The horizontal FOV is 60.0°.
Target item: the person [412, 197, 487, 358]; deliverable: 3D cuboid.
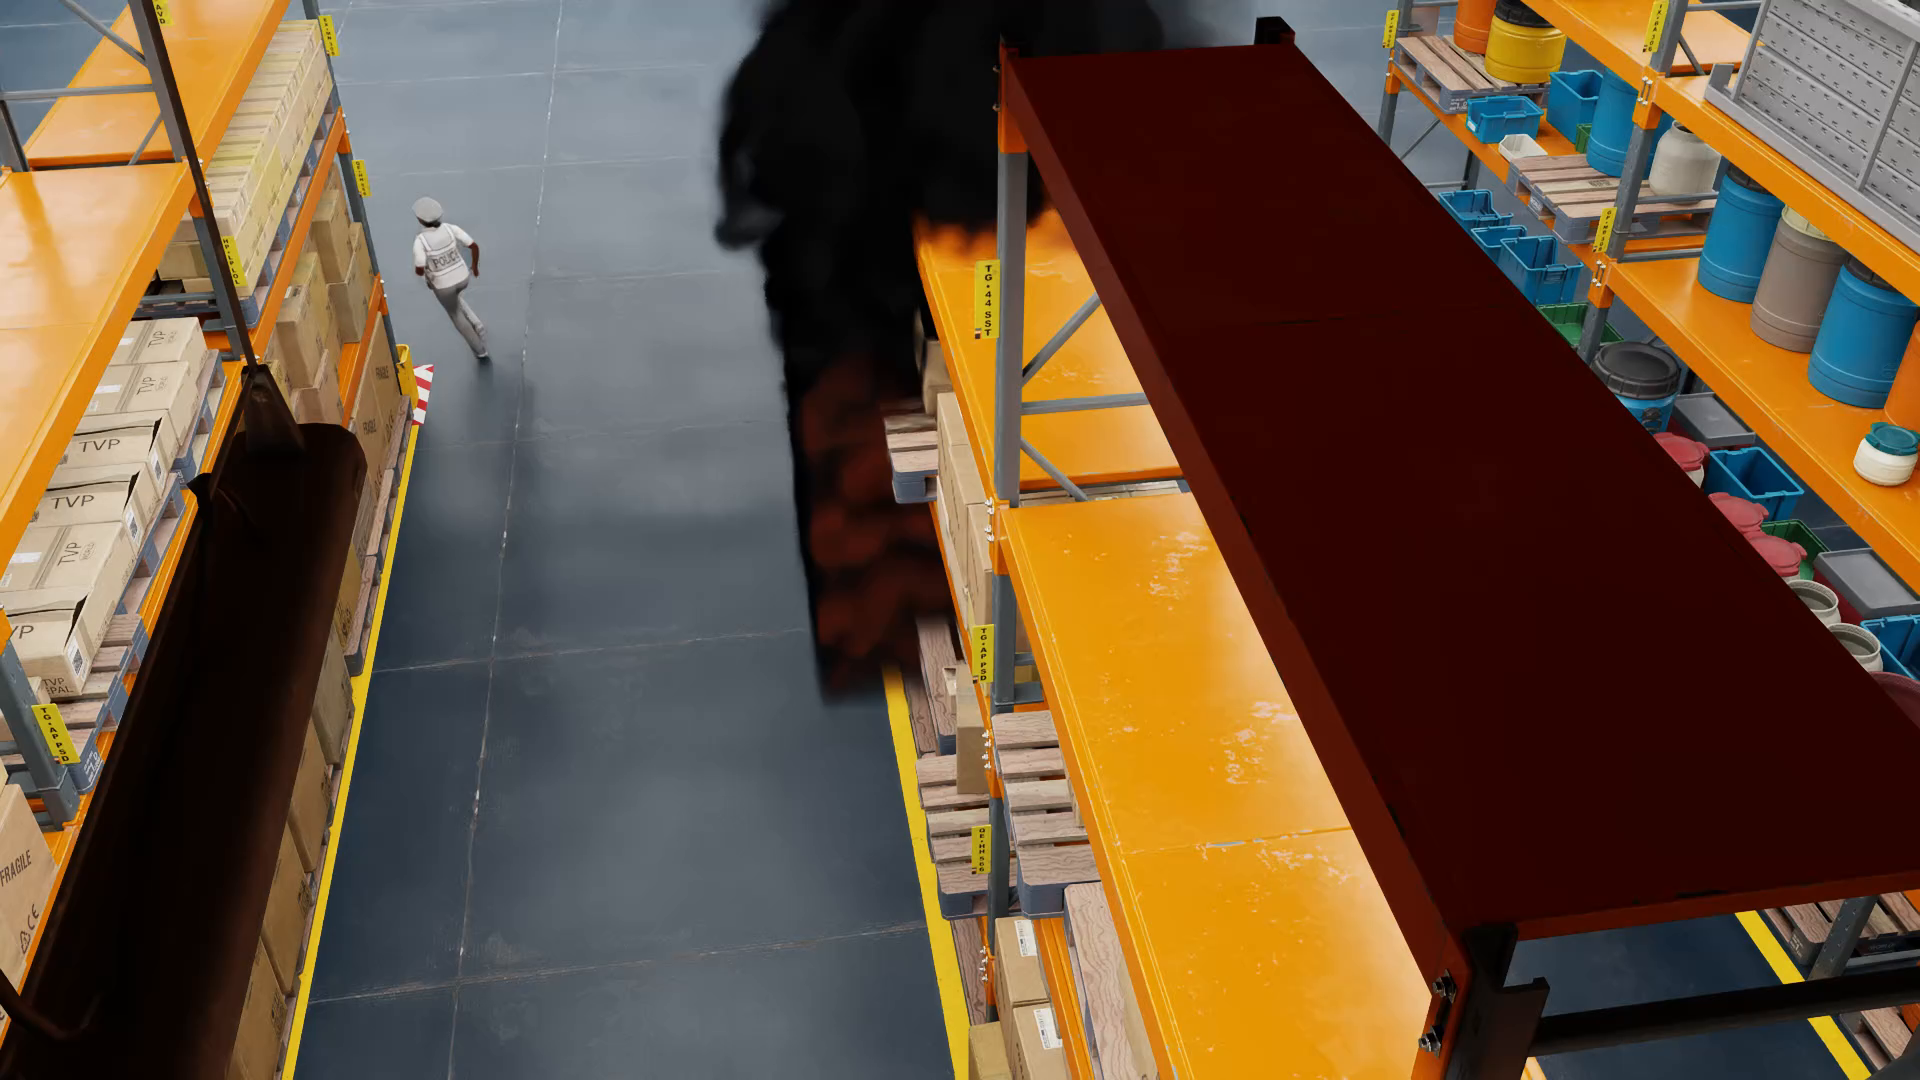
[{"bbox_3d":[-4.775,-2.432,15.381,0.539,1.638,0.589,27,44,32],"label":"person"}]
